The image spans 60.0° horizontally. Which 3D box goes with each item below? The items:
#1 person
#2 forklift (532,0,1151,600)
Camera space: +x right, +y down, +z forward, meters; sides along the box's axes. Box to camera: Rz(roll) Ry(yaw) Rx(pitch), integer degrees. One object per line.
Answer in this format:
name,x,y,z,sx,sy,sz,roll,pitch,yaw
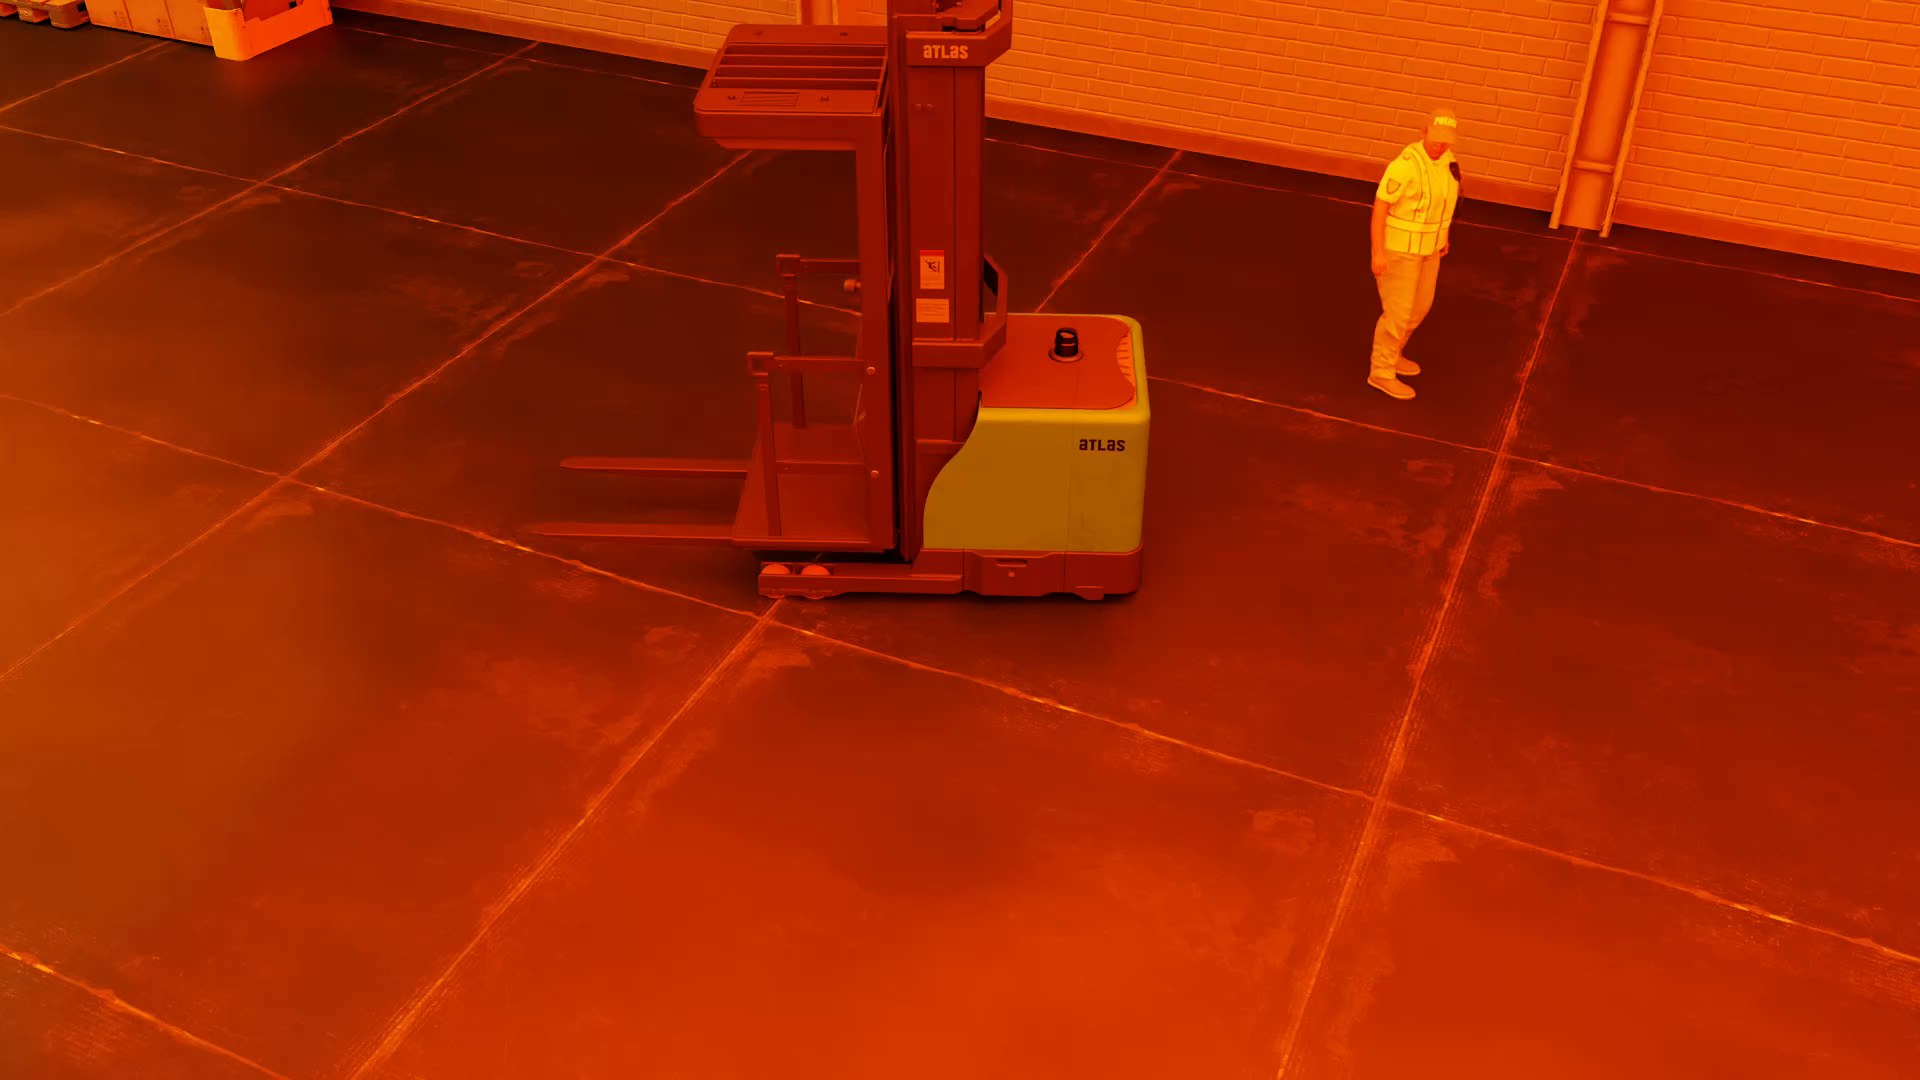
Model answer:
person,2.606,-1.656,9.508,0.643,1.659,0.470,-29,44,-34
forklift,-0.608,-1.208,7.780,3.031,2.935,1.130,1,36,2
